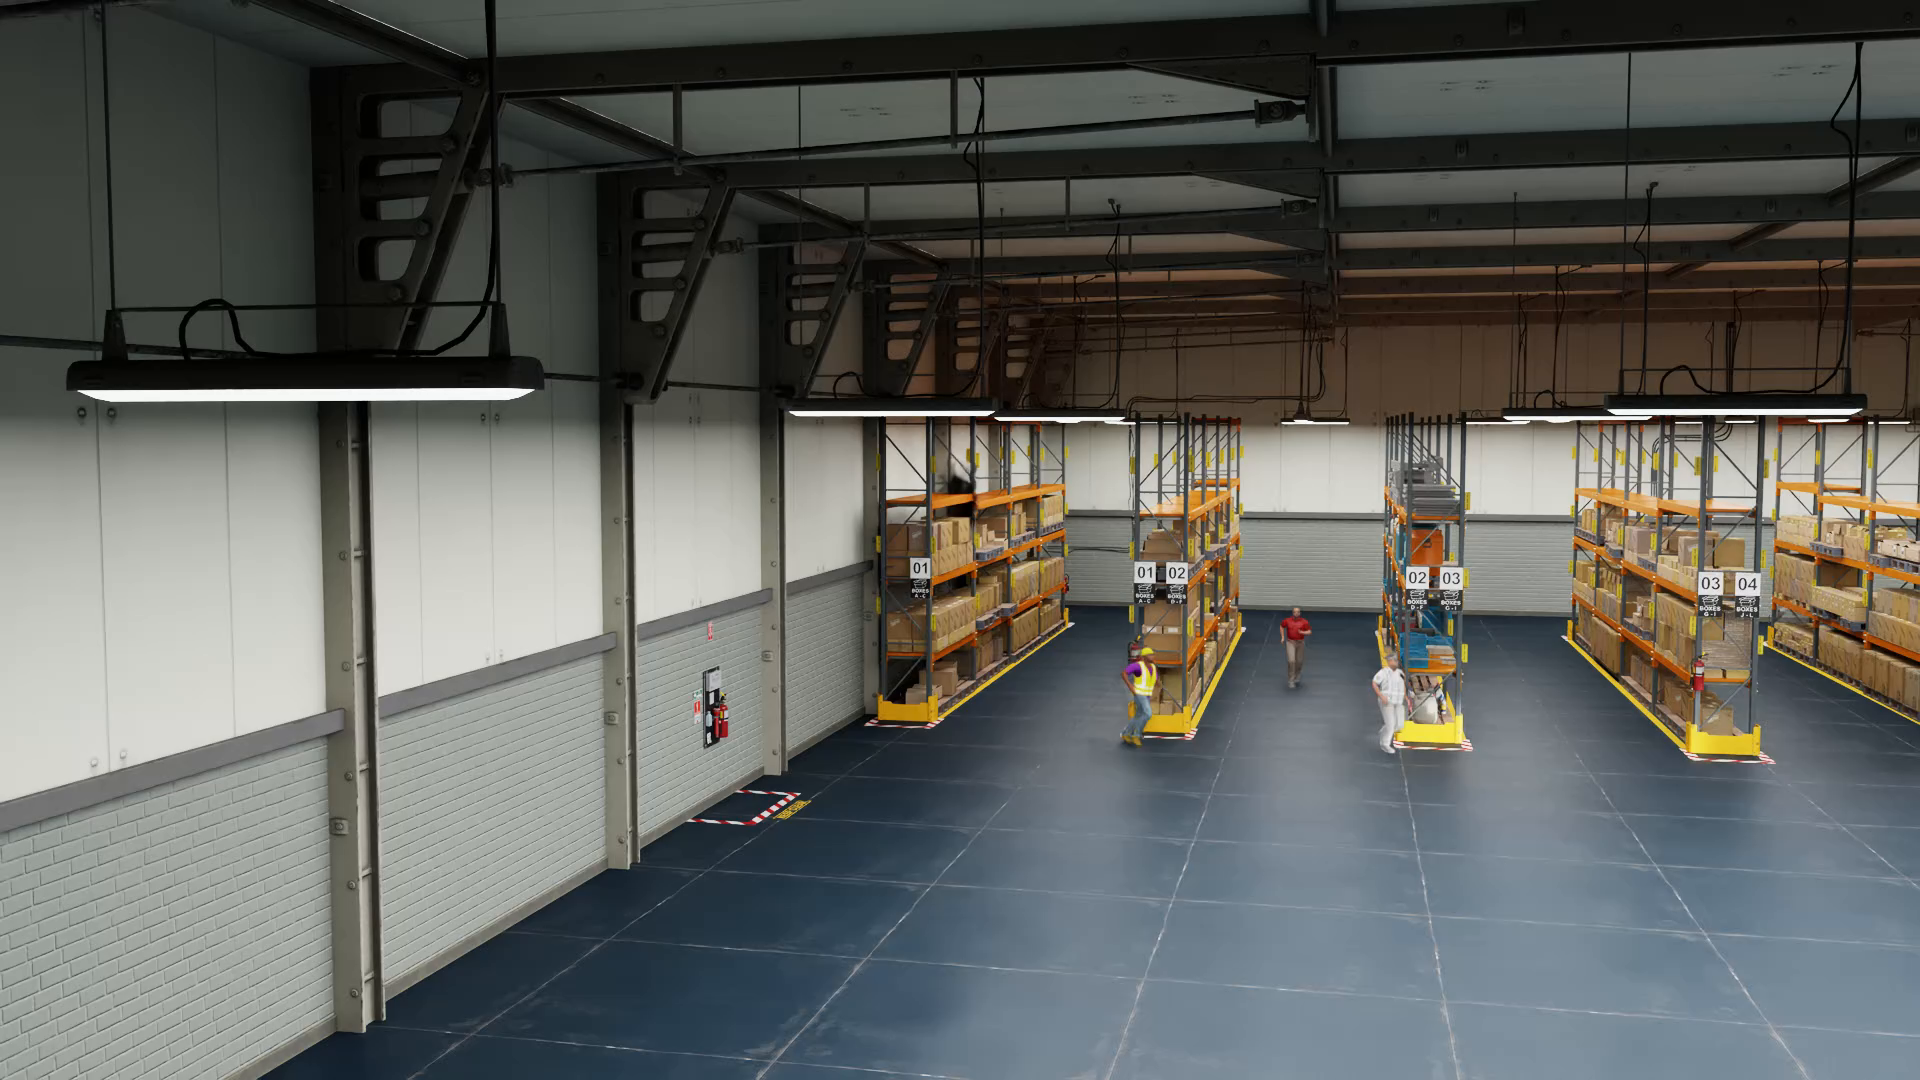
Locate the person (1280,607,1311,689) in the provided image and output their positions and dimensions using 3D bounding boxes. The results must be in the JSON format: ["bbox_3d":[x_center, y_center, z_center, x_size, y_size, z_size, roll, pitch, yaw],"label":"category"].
[{"bbox_3d":[7.430,2.368,36.810,0.643,1.779,0.848,0,4,4],"label":"person"}]

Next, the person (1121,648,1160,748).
[{"bbox_3d":[3.294,2.823,30.043,0.695,1.777,0.709,3,5,41],"label":"person"}]

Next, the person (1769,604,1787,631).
[{"bbox_3d":[22.059,1.889,44.743,0.510,1.655,0.633,3,5,38],"label":"person"}]

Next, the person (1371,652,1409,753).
[{"bbox_3d":[7.666,2.871,29.518,0.694,1.746,0.511,-2,4,-24],"label":"person"}]
